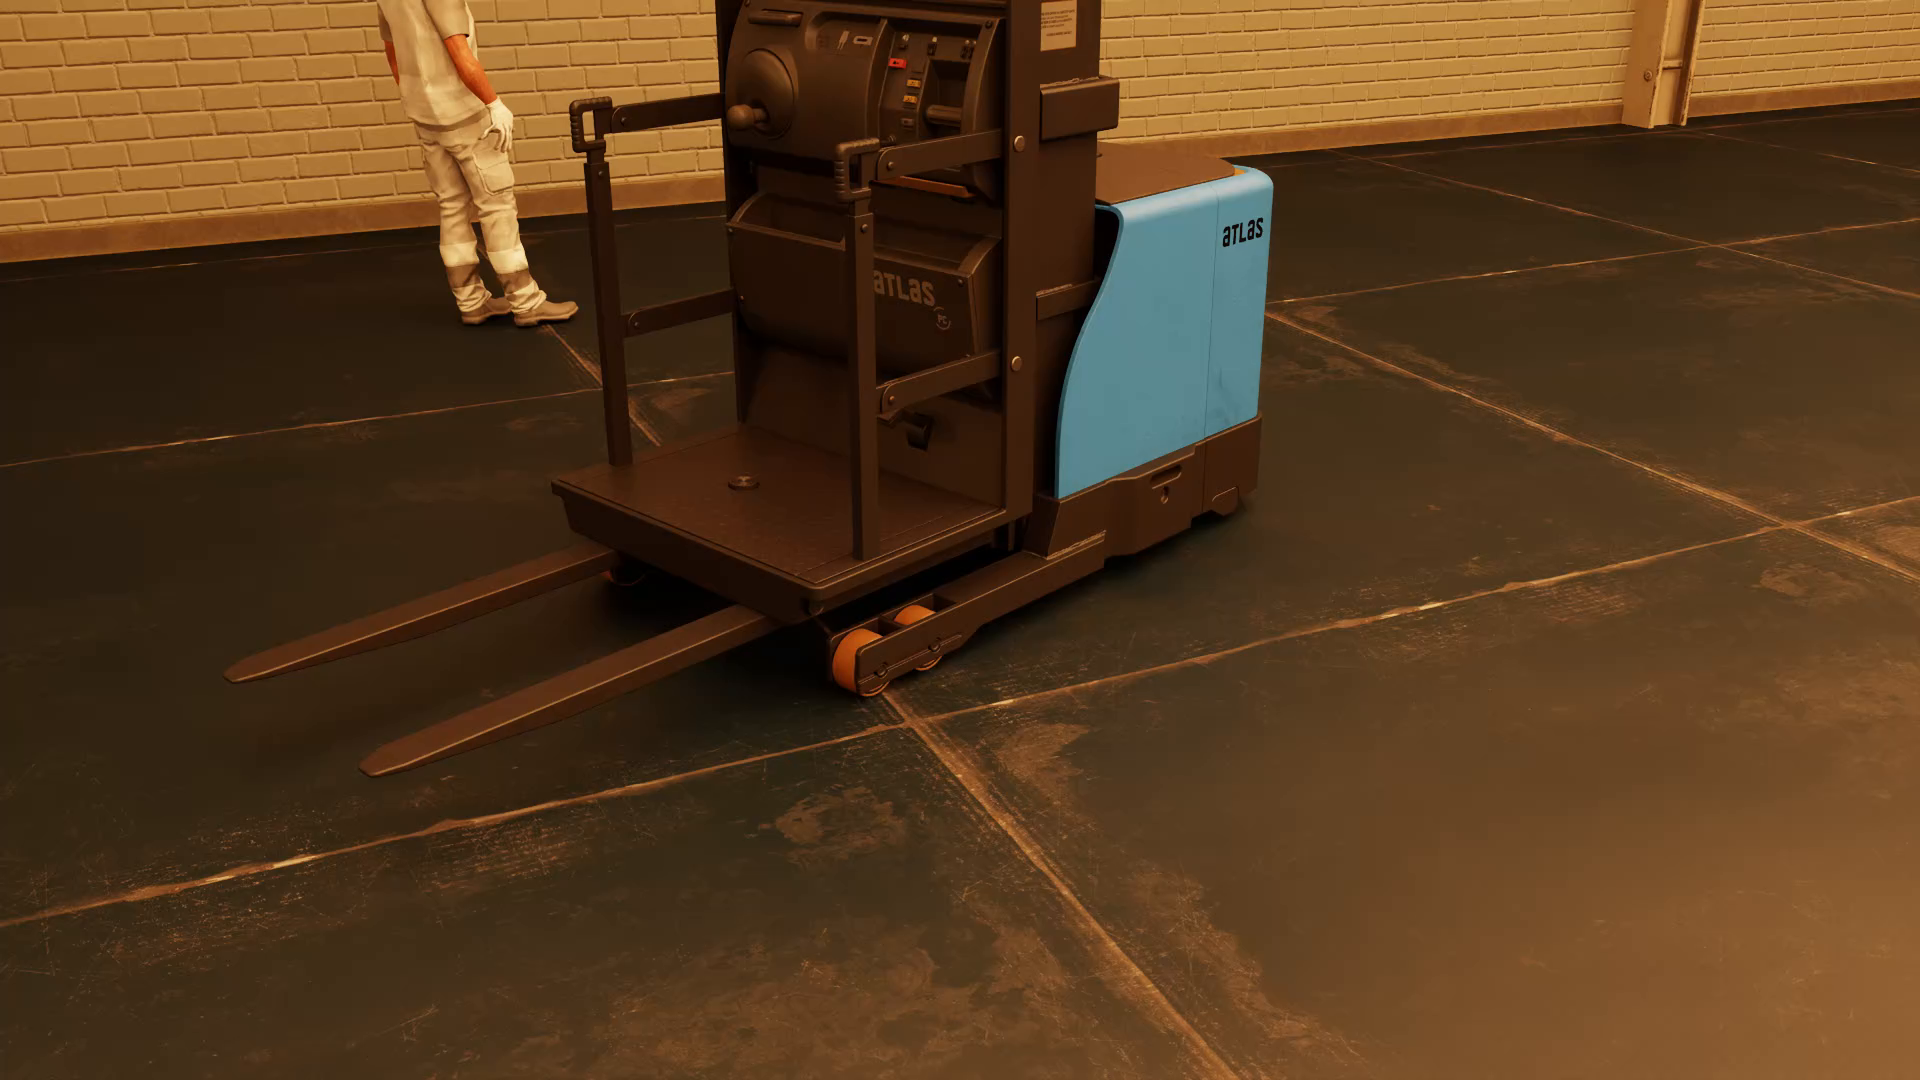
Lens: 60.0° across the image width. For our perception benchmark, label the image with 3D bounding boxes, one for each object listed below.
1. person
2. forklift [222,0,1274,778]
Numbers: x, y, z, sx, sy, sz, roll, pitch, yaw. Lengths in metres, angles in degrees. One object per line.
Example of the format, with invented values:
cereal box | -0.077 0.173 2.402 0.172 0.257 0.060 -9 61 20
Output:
person | -2.108 -1.824 7.146 0.638 1.789 0.564 18 28 36
forklift | -0.413 -1.182 4.131 1.130 2.935 3.031 19 29 39
